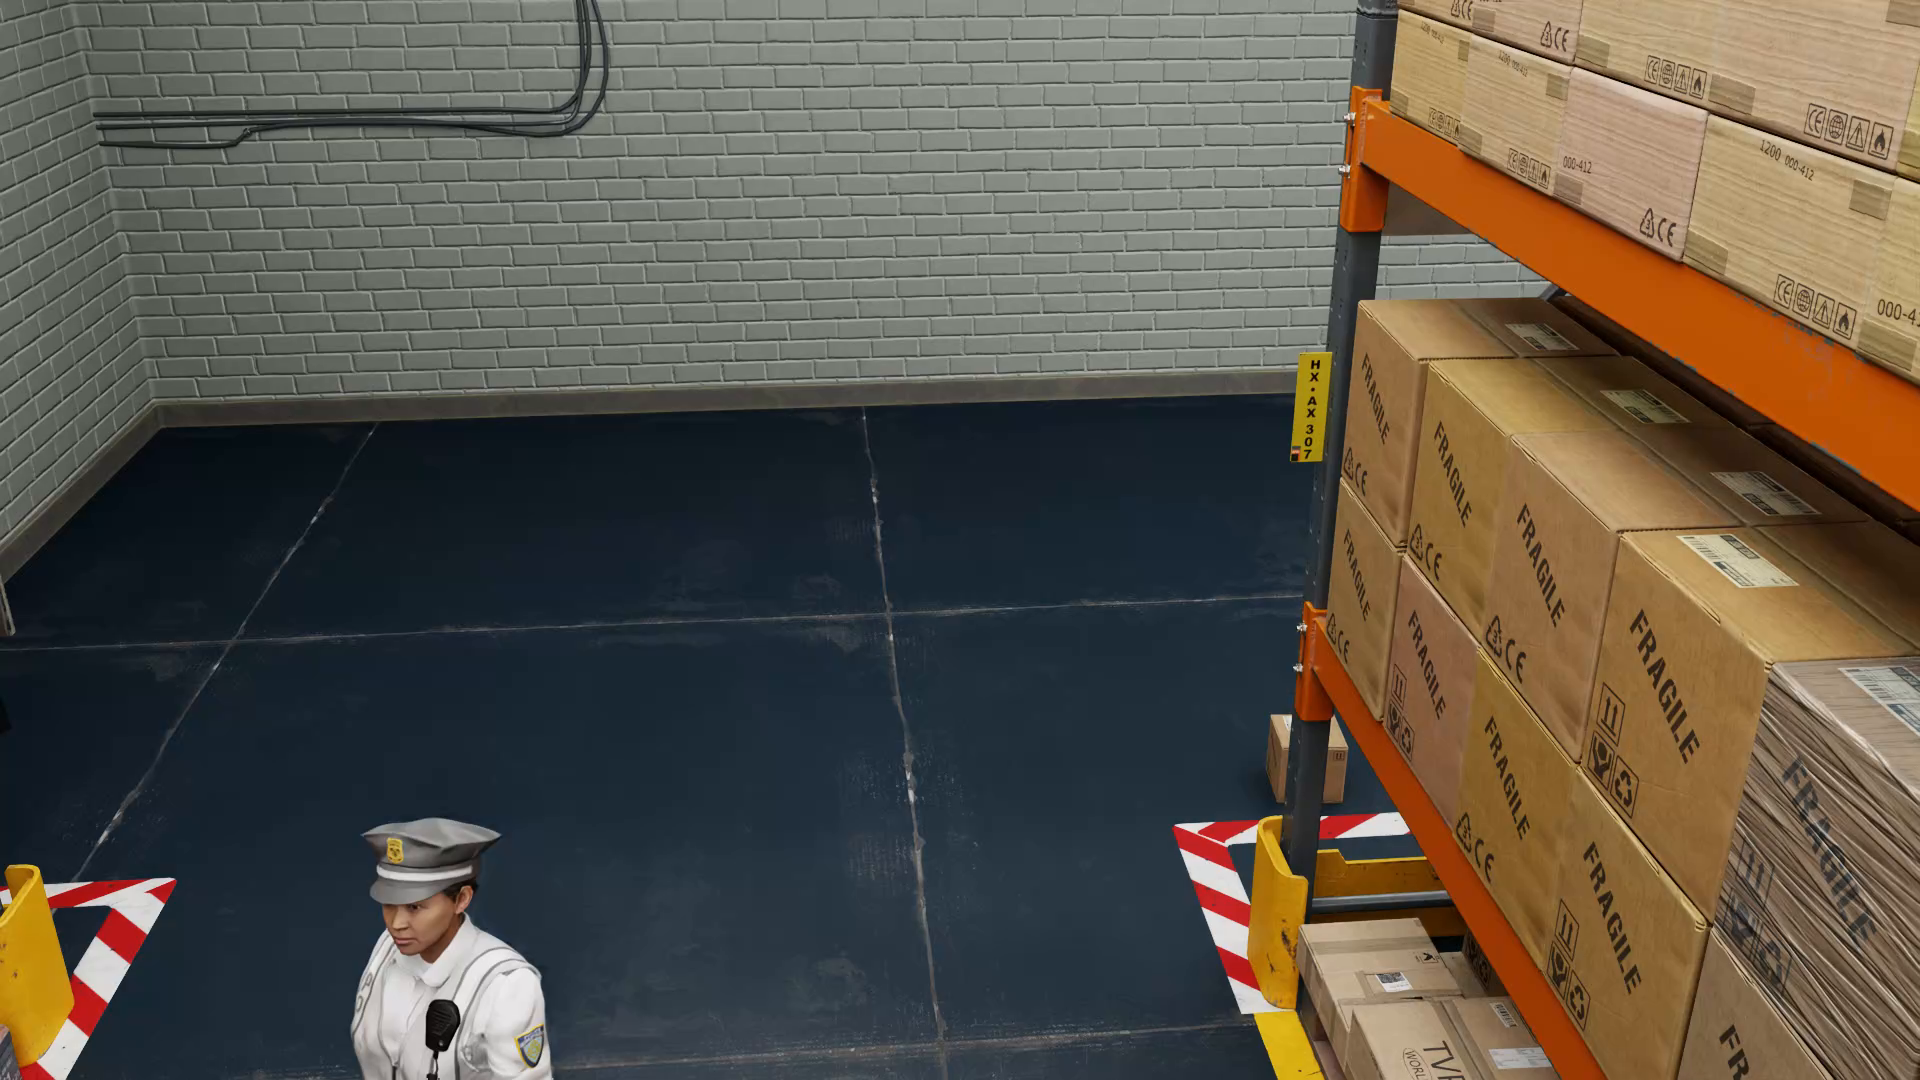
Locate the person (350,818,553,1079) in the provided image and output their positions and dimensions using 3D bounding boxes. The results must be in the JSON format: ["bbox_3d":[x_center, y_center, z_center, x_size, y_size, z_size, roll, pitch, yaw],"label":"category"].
[{"bbox_3d":[-1.024,1.306,3.584,0.490,1.666,0.764,12,27,25],"label":"person"}]
